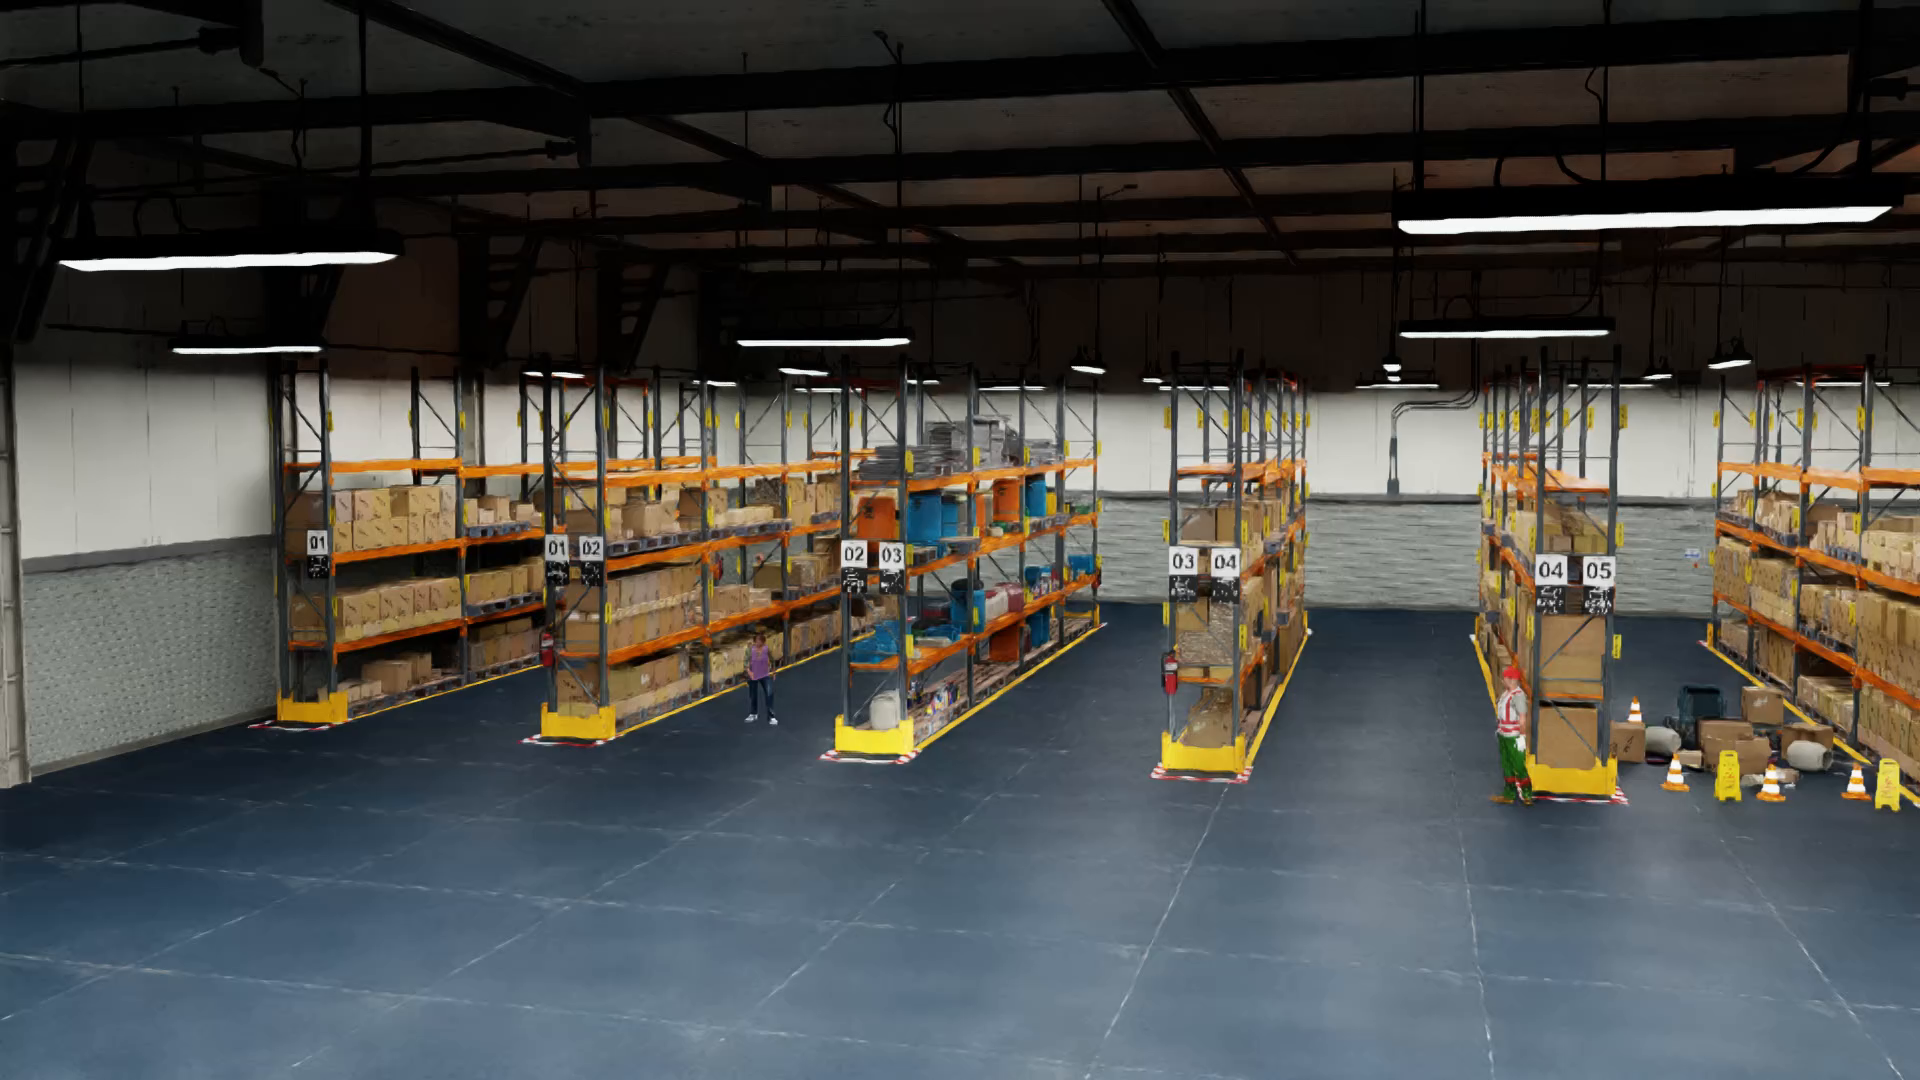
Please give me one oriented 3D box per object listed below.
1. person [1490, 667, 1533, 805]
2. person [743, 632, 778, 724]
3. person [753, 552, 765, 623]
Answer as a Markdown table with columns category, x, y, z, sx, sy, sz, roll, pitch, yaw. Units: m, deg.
| category | x | y | z | sx | sy | sz | roll | pitch | yaw |
| --- | --- | --- | --- | --- | --- | --- | --- | --- | --- |
| person | 7.234 | 2.553 | 21.742 | 0.457 | 1.793 | 0.670 | 0 | 4 | -4 |
| person | -3.287 | 2.257 | 27.417 | 0.573 | 1.532 | 0.763 | 0 | 4 | -4 |
| person | -4.921 | 1.164 | 41.120 | 0.386 | 1.727 | 0.654 | 0 | 4 | 5 |
